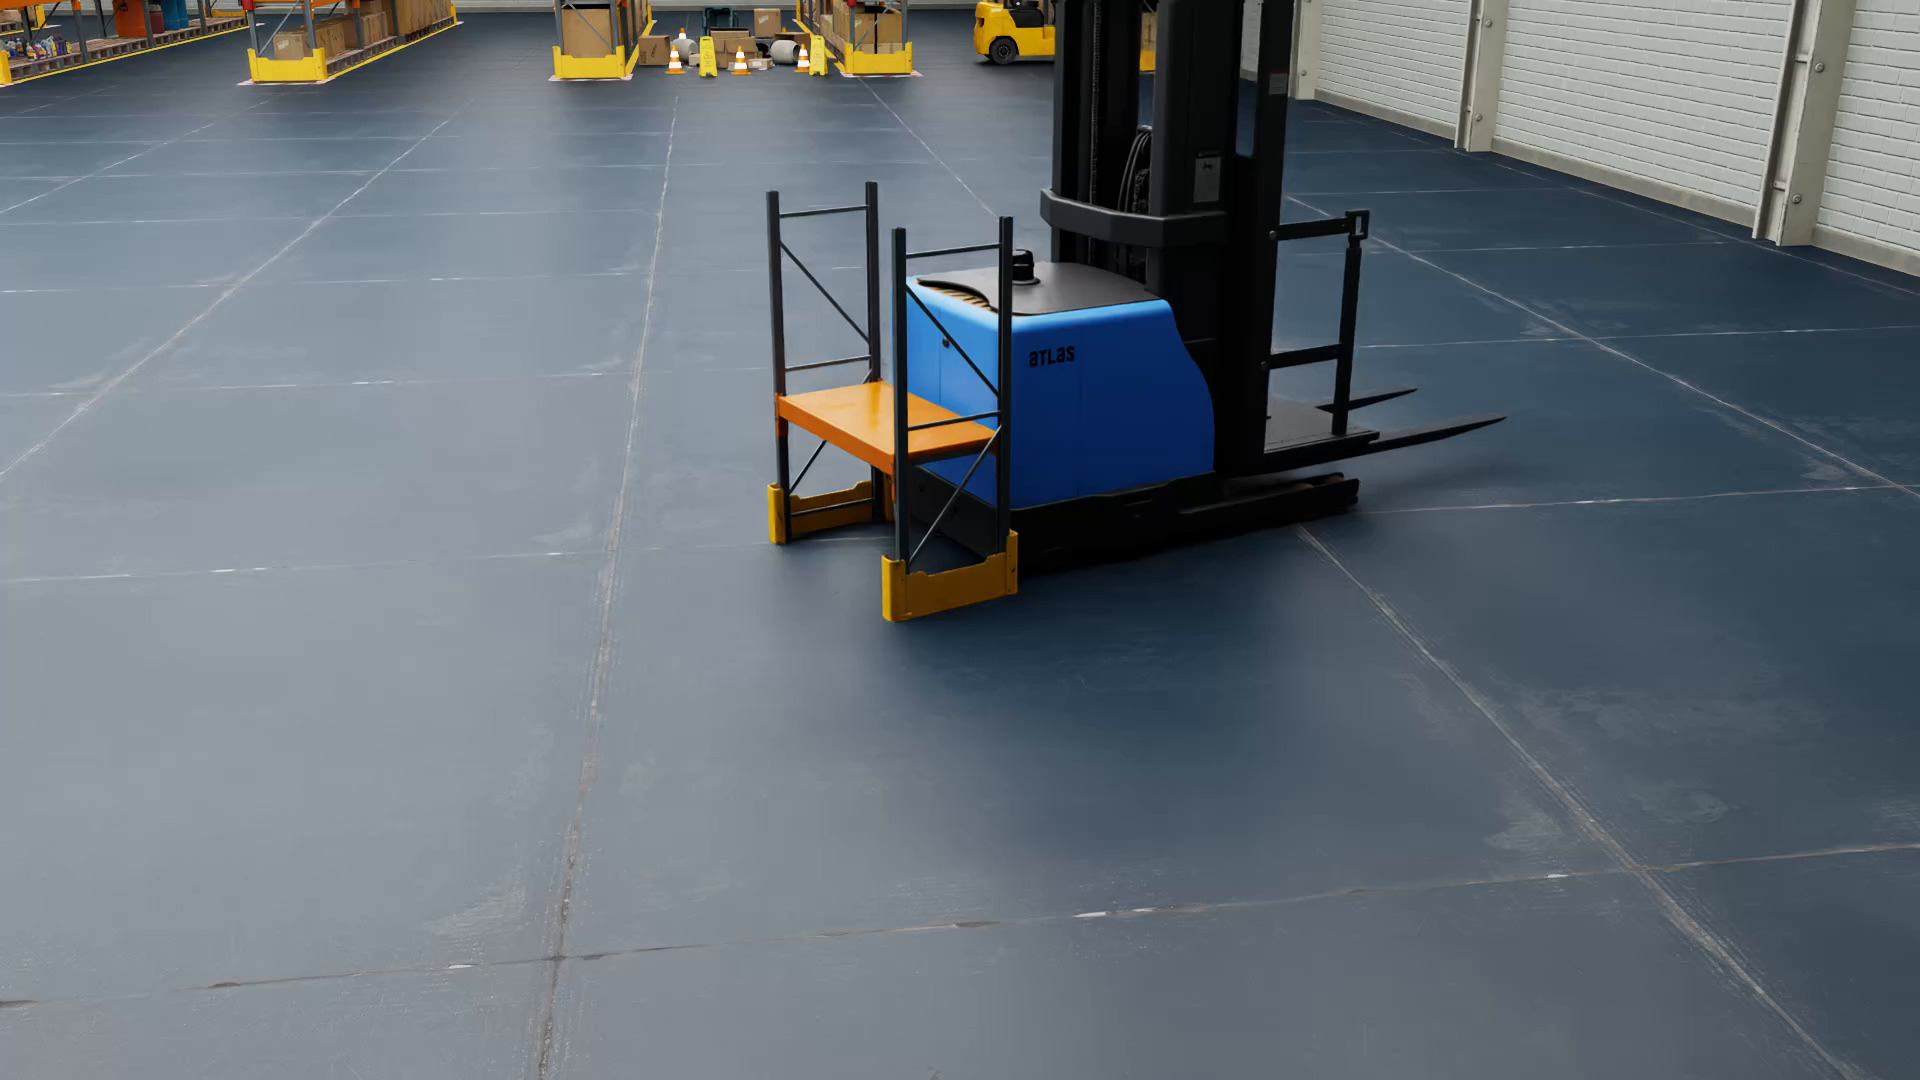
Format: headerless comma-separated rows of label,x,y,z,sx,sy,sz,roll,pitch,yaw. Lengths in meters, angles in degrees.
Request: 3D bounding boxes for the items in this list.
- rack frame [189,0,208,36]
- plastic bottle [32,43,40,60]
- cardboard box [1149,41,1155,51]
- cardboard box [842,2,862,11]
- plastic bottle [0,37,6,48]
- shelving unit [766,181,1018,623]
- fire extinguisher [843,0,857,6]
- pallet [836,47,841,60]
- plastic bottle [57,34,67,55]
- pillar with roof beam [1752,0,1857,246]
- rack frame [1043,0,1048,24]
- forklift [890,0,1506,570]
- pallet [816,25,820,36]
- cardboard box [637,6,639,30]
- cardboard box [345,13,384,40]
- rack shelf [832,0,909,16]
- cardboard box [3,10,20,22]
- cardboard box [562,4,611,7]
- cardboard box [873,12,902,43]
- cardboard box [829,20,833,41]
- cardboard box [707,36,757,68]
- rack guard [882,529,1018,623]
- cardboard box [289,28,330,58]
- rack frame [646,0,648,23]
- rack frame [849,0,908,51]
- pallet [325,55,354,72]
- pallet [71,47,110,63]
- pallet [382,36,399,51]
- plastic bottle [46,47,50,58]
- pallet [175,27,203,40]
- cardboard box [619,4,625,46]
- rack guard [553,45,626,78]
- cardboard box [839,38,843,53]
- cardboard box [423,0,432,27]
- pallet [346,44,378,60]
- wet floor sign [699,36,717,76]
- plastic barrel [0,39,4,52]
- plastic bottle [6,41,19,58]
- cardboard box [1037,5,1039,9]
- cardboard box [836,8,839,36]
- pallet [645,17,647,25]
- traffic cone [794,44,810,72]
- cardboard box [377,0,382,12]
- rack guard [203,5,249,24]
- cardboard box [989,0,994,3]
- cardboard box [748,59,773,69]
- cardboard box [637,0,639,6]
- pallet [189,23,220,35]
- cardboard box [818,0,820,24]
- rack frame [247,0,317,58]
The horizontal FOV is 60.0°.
rack frame,-17.855,-13.006,37.751,1.000,3.000,0.127,-3,21,-8
plastic bottle,-16.093,-8.507,28.961,0.061,0.283,0.133,-3,21,-7
cardboard box,3.617,-8.941,30.197,0.500,0.250,0.500,-3,21,-8
cardboard box,-1.943,-9.640,30.069,0.380,0.149,0.250,-3,21,-7
plastic bottle,-16.908,-8.688,29.348,0.144,0.351,0.185,-3,21,-8
shelving unit,-0.298,-0.598,6.673,0.587,1.500,1.083,-12,24,-30
fire extinguisher,-1.857,-9.502,28.479,0.296,0.674,0.183,-3,21,-8
pallet,-1.862,-9.449,32.212,1.003,0.211,1.213,-3,21,-8
plastic bottle,-16.324,-8.993,30.164,0.144,0.351,0.185,-3,21,-9
pillar with roof beam,2.620,-6.500,11.758,9.100,9.000,0.400,-3,21,-8
rack frame,2.341,-12.622,36.724,1.000,3.000,0.127,-3,21,-8
forklift,1.221,-1.611,7.339,3.031,2.935,1.130,-11,23,-28
pallet,-2.782,-11.763,38.408,1.003,0.211,1.213,-3,21,-8
cardboard box,-7.380,-11.543,36.808,0.500,0.500,0.500,-3,21,-7
cardboard box,-12.168,-10.483,33.942,0.700,0.500,0.500,-5,21,-12
rack shelf,-1.706,-9.956,30.614,1.077,0.370,4.000,-3,21,-8
cardboard box,-22.904,-12.554,39.843,0.500,0.250,0.500,-3,21,-8
cardboard box,-6.593,-9.053,29.605,0.875,0.875,0.875,-3,21,-9
cardboard box,-1.264,-9.162,29.718,0.500,0.500,0.500,-4,21,-10
cardboard box,-2.179,-10.382,33.880,0.950,0.372,0.625,-2,21,-4
cardboard box,-4.176,-8.912,30.357,0.637,0.503,0.797,17,27,39
rack guard,-0.034,0.135,6.496,0.587,0.250,0.087,-12,24,-30
cardboard box,-11.489,-8.767,29.373,0.500,0.500,0.500,-1,21,-3
rack frame,-8.608,-14.856,42.704,1.000,3.000,0.127,-3,21,-8
rack frame,-1.417,-9.601,28.634,1.000,3.000,0.127,-3,21,-8
pallet,-11.490,-8.525,29.741,1.003,0.211,1.213,-3,21,-8
pallet,-16.853,-9.200,31.546,1.003,0.211,1.213,-3,21,-8
pallet,-12.266,-10.294,34.475,1.003,0.211,1.213,-3,21,-8
plastic bottle,-16.186,-8.649,29.455,0.097,0.201,0.097,0,20,0
pallet,-17.785,-11.430,37.518,1.003,0.211,1.213,-3,21,-8
cardboard box,-7.056,-10.054,32.464,1.050,0.750,0.750,-3,21,-8
rack guard,-6.298,-8.137,28.287,1.175,0.500,0.348,-3,21,-8
cardboard box,-1.948,-9.136,30.721,0.500,0.250,0.500,-4,21,-10
cardboard box,-12.842,-12.237,38.128,1.225,0.875,0.875,-3,21,-8
pallet,-11.914,-9.449,32.213,1.003,0.211,1.213,-3,21,-8
wet floor sign,-4.338,-8.303,28.525,0.267,0.644,0.232,-7,21,-17
plastic barrel,-16.368,-8.280,28.053,0.421,0.512,0.421,0,20,0
plastic bottle,-16.765,-8.669,29.405,0.152,0.276,0.135,-3,21,-8
cardboard box,2.005,-11.957,37.916,0.500,0.500,0.500,-3,21,-9
cardboard box,-2.087,-9.843,31.541,0.500,0.500,0.500,-2,21,-6
pallet,-8.515,-13.240,42.364,1.003,0.211,1.213,-3,21,-8
traffic cone,-2.756,-8.496,29.303,0.336,0.463,0.334,-3,21,-8
cardboard box,-12.251,-11.027,34.324,0.500,0.250,0.500,-2,21,-6
rack guard,-18.448,-13.227,41.917,1.175,0.500,0.348,-3,21,-8
cardboard box,1.182,-14.203,43.924,0.797,0.503,0.637,-4,21,-10
cardboard box,-3.605,-8.617,30.075,0.380,0.149,0.250,8,22,20
cardboard box,-7.446,-12.061,37.123,0.500,0.250,0.500,-3,21,-7
pallet,-17.999,-11.952,38.916,1.003,0.211,1.213,-3,21,-8
cardboard box,-2.841,-12.434,38.656,0.875,0.875,0.875,-2,21,-6
rack frame,-11.224,-9.101,27.296,1.000,3.000,0.127,-3,21,-8
